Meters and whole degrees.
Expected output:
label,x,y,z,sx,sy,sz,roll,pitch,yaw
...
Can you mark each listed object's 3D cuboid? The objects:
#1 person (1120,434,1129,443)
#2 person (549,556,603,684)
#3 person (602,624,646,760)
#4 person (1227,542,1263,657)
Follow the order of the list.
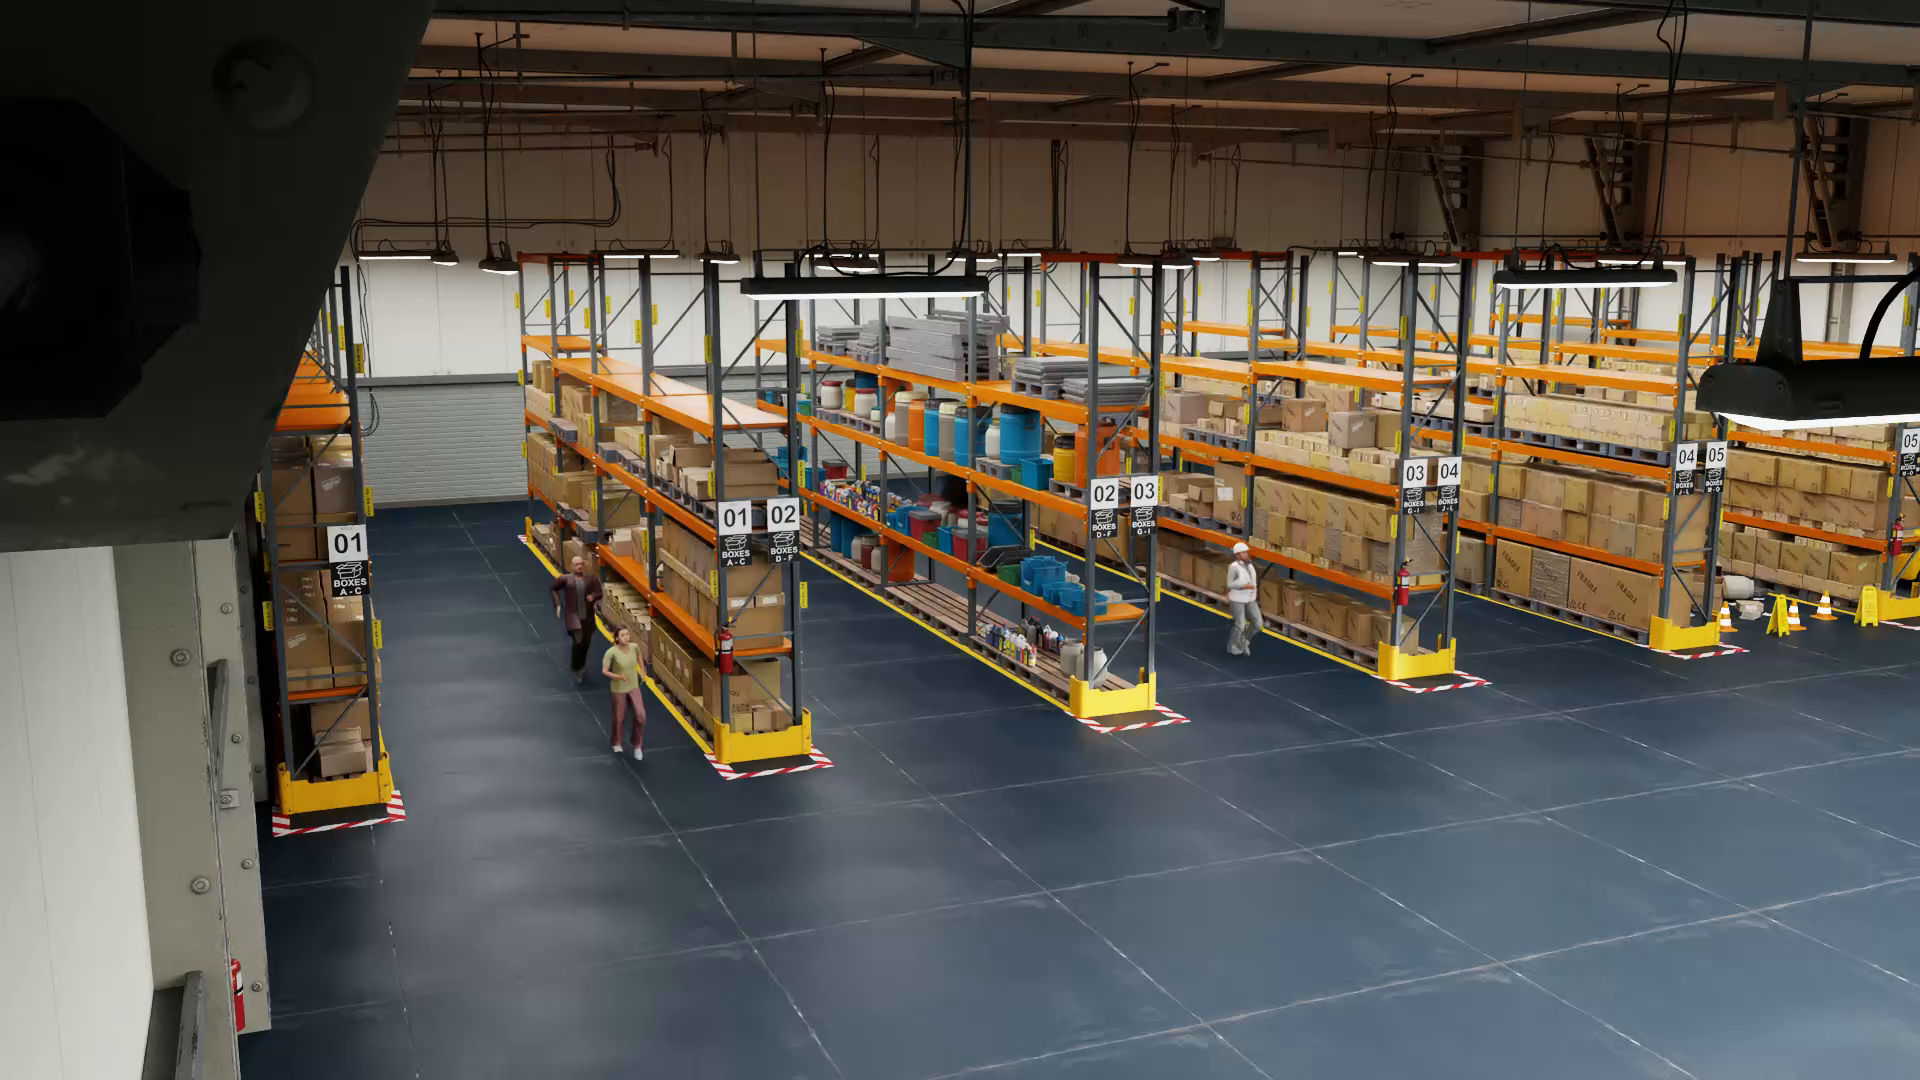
label,x,y,z,sx,sy,sz,roll,pitch,yaw
person,3.827,-1.800,40.069,0.663,1.708,0.889,3,11,15
person,-5.474,1.141,23.915,0.670,1.834,0.809,-6,12,-31
person,-4.083,1.860,20.300,0.601,1.709,0.689,-7,12,-32
person,4.336,0.919,25.150,0.498,1.767,0.628,-7,12,-33
